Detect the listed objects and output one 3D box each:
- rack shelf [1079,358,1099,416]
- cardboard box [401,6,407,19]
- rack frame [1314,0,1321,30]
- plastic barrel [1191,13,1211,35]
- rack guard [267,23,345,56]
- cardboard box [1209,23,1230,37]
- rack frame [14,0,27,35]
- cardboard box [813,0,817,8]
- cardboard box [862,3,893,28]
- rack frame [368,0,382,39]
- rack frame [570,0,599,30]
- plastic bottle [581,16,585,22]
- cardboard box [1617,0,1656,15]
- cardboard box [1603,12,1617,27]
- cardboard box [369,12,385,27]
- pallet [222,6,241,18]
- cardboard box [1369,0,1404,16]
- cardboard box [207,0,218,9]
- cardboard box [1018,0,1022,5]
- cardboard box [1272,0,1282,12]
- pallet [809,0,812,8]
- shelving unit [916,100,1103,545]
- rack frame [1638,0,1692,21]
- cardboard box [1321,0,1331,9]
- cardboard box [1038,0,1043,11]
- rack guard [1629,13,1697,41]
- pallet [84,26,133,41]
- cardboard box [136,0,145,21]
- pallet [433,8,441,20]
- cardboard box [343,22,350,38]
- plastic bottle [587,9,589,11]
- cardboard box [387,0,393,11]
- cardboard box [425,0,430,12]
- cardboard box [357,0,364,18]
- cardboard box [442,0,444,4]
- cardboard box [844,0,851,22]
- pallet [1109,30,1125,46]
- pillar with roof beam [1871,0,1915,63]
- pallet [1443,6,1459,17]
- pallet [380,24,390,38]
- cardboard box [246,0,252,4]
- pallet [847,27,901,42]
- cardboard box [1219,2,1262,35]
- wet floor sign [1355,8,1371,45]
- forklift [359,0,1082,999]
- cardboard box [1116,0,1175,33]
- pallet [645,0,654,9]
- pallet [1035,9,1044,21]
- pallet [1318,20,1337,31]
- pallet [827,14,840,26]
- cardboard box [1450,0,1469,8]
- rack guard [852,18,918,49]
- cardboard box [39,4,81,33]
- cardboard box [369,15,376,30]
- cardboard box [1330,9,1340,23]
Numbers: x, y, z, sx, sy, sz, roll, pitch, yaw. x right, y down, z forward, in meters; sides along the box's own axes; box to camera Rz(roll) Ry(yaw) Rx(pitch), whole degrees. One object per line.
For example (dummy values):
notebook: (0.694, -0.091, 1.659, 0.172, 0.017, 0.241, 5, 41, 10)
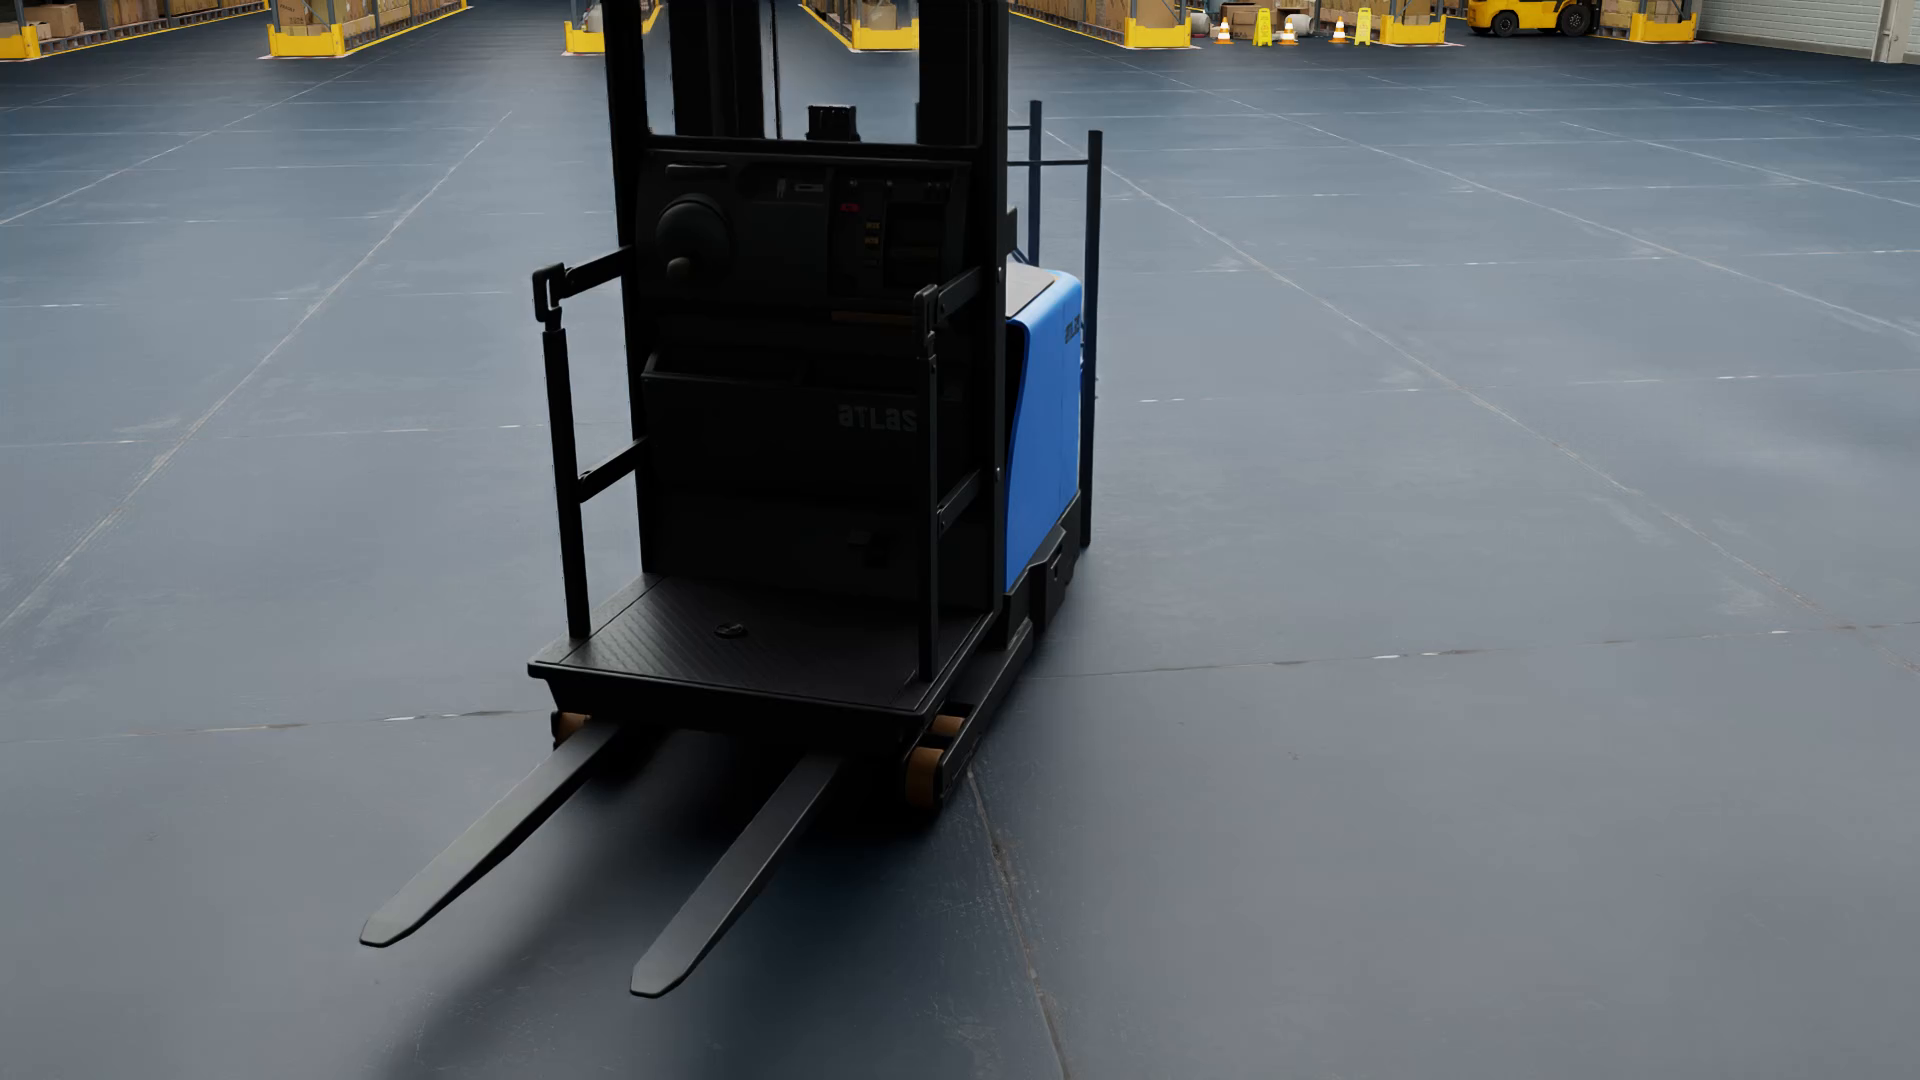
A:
rack shelf: (0.155, -0.687, 6.425, 0.538, 0.185, 1.000, -3, 21, -8)
cardboard box: (-11.893, -11.033, 34.799, 0.500, 0.250, 0.500, -3, 21, -8)
rack frame: (7.899, -12.086, 34.288, 1.000, 3.000, 0.127, -3, 21, -8)
plastic barrel: (4.697, -10.279, 33.132, 0.512, 0.421, 0.421, 12, 24, 30)
rack guard: (-11.131, -8.523, 28.323, 1.175, 0.500, 0.348, -3, 21, -8)
cardboard box: (5.086, -10.018, 32.660, 0.396, 0.266, 0.258, 1, 20, 2)
rack frame: (-16.036, -9.452, 27.235, 1.000, 3.000, 0.127, -3, 21, -8)
cardboard box: (-2.819, -13.027, 39.245, 1.225, 0.875, 0.875, -4, 21, -10)
cardboard box: (-1.524, -9.649, 30.736, 0.500, 0.500, 0.500, 2, 21, 6)
rack frame: (-11.711, -11.088, 31.616, 1.000, 3.000, 0.127, -3, 21, -8)
rack frame: (-6.232, -9.951, 28.573, 1.000, 3.000, 0.127, -3, 21, -8)
plastic bottle: (-6.966, -9.538, 30.720, 0.061, 0.283, 0.133, -2, 21, -6)
cardboard box: (13.007, -10.248, 31.983, 0.500, 0.250, 0.500, -3, 21, -8)
cardboard box: (12.944, -10.181, 32.517, 0.500, 0.250, 0.500, -3, 21, -8)
cardboard box: (-11.524, -10.149, 32.431, 0.500, 0.250, 0.500, -3, 21, -9)
pallet: (-17.798, -12.567, 39.563, 1.003, 0.211, 1.213, -3, 21, -8)
cardboard box: (8.102, -10.225, 31.564, 0.500, 0.500, 0.500, -3, 21, -7)
cardboard box: (-17.543, -12.578, 38.077, 0.750, 0.750, 0.750, -3, 21, -7)
cardboard box: (1.706, -13.328, 40.585, 0.500, 0.500, 0.500, -2, 21, -6)
cardboard box: (7.508, -11.985, 37.174, 0.950, 0.372, 0.625, -3, 21, -9)
pallet: (-3.445, -14.162, 43.831, 1.003, 0.211, 1.213, -3, 21, -8)
shelving unit: (0.155, -0.855, 6.362, 0.538, 1.500, 1.048, -3, 21, -8)
rack frame: (13.387, -10.953, 31.254, 1.000, 3.000, 0.127, -3, 21, -8)
cardboard box: (7.717, -11.128, 33.981, 0.500, 0.500, 0.500, -2, 21, -5)
cardboard box: (2.085, -12.427, 38.173, 0.500, 0.500, 0.500, -3, 21, -8)
rack guard: (13.390, -9.773, 31.669, 1.175, 0.500, 0.348, -3, 21, -8)
pallet: (-16.726, -9.800, 32.153, 1.003, 0.211, 1.213, -3, 21, -8)
cardboard box: (-17.074, -10.826, 33.858, 0.700, 0.500, 0.500, -3, 21, -8)
pallet: (-12.709, -12.271, 38.771, 1.003, 0.211, 1.213, -3, 21, -8)
cardboard box: (-11.067, -8.981, 29.305, 0.500, 0.250, 0.500, -3, 21, -8)
plastic bottle: (-7.076, -9.936, 31.688, 0.144, 0.351, 0.185, -4, 21, -10)
cardboard box: (-11.667, -10.767, 33.286, 0.500, 0.311, 0.500, -4, 21, -10)
cardboard box: (-12.299, -12.215, 37.578, 0.500, 0.500, 0.500, -4, 21, -10)
cardboard box: (-11.291, -9.851, 30.564, 0.500, 0.500, 0.500, -3, 21, -8)
cardboard box: (-12.845, -13.192, 40.669, 0.380, 0.166, 0.250, -3, 21, -8)
cardboard box: (-1.975, -10.835, 33.882, 0.700, 0.500, 0.500, -5, 21, -12)
pallet: (3.399, -9.383, 31.036, 1.003, 0.211, 1.213, -3, 21, -8)
pillar with roof beam: (10.783, -11.755, 24.828, 9.100, 9.000, 0.400, -3, 21, -8)
pallet: (12.163, -12.677, 39.855, 1.003, 0.211, 1.213, -3, 21, -8)
pallet: (-11.856, -10.035, 32.781, 1.003, 0.211, 1.213, -3, 21, -8)
cardboard box: (-18.070, -13.607, 41.332, 0.700, 0.500, 0.500, -3, 21, -8)
pallet: (-1.597, -9.626, 31.686, 1.003, 0.211, 1.213, -3, 21, -8)
cardboard box: (5.574, -10.399, 33.145, 0.797, 0.637, 0.503, -3, 21, -8)
wet floor sign: (7.444, -9.478, 30.671, 0.267, 0.644, 0.232, 4, 21, 11)
forklift: (-0.482, -0.822, 4.228, 1.130, 2.935, 3.031, 6, 21, 15)
cardboard box: (3.429, -9.849, 30.736, 0.875, 0.875, 0.875, -3, 21, -7)
pallet: (-8.458, -13.897, 43.123, 1.003, 0.211, 1.213, -3, 21, -8)
pallet: (2.327, -12.150, 38.446, 1.003, 0.211, 1.213, -3, 21, -8)
pallet: (8.031, -10.549, 34.158, 1.003, 0.211, 1.213, -3, 21, -8)
pallet: (-2.373, -11.394, 36.421, 1.003, 0.211, 1.213, -3, 21, -8)
cardboard box: (11.960, -12.884, 39.397, 0.500, 0.500, 0.500, -2, 21, -6)
rack guard: (-1.342, -9.056, 29.750, 1.175, 0.500, 0.348, -3, 21, -8)
cardboard box: (-16.423, -9.514, 30.347, 0.500, 0.500, 0.500, -4, 21, -12)
cardboard box: (-11.428, -9.847, 31.623, 0.500, 0.250, 0.500, -3, 21, -8)
cardboard box: (7.805, -10.592, 33.619, 0.500, 0.250, 0.500, -2, 21, -5)
